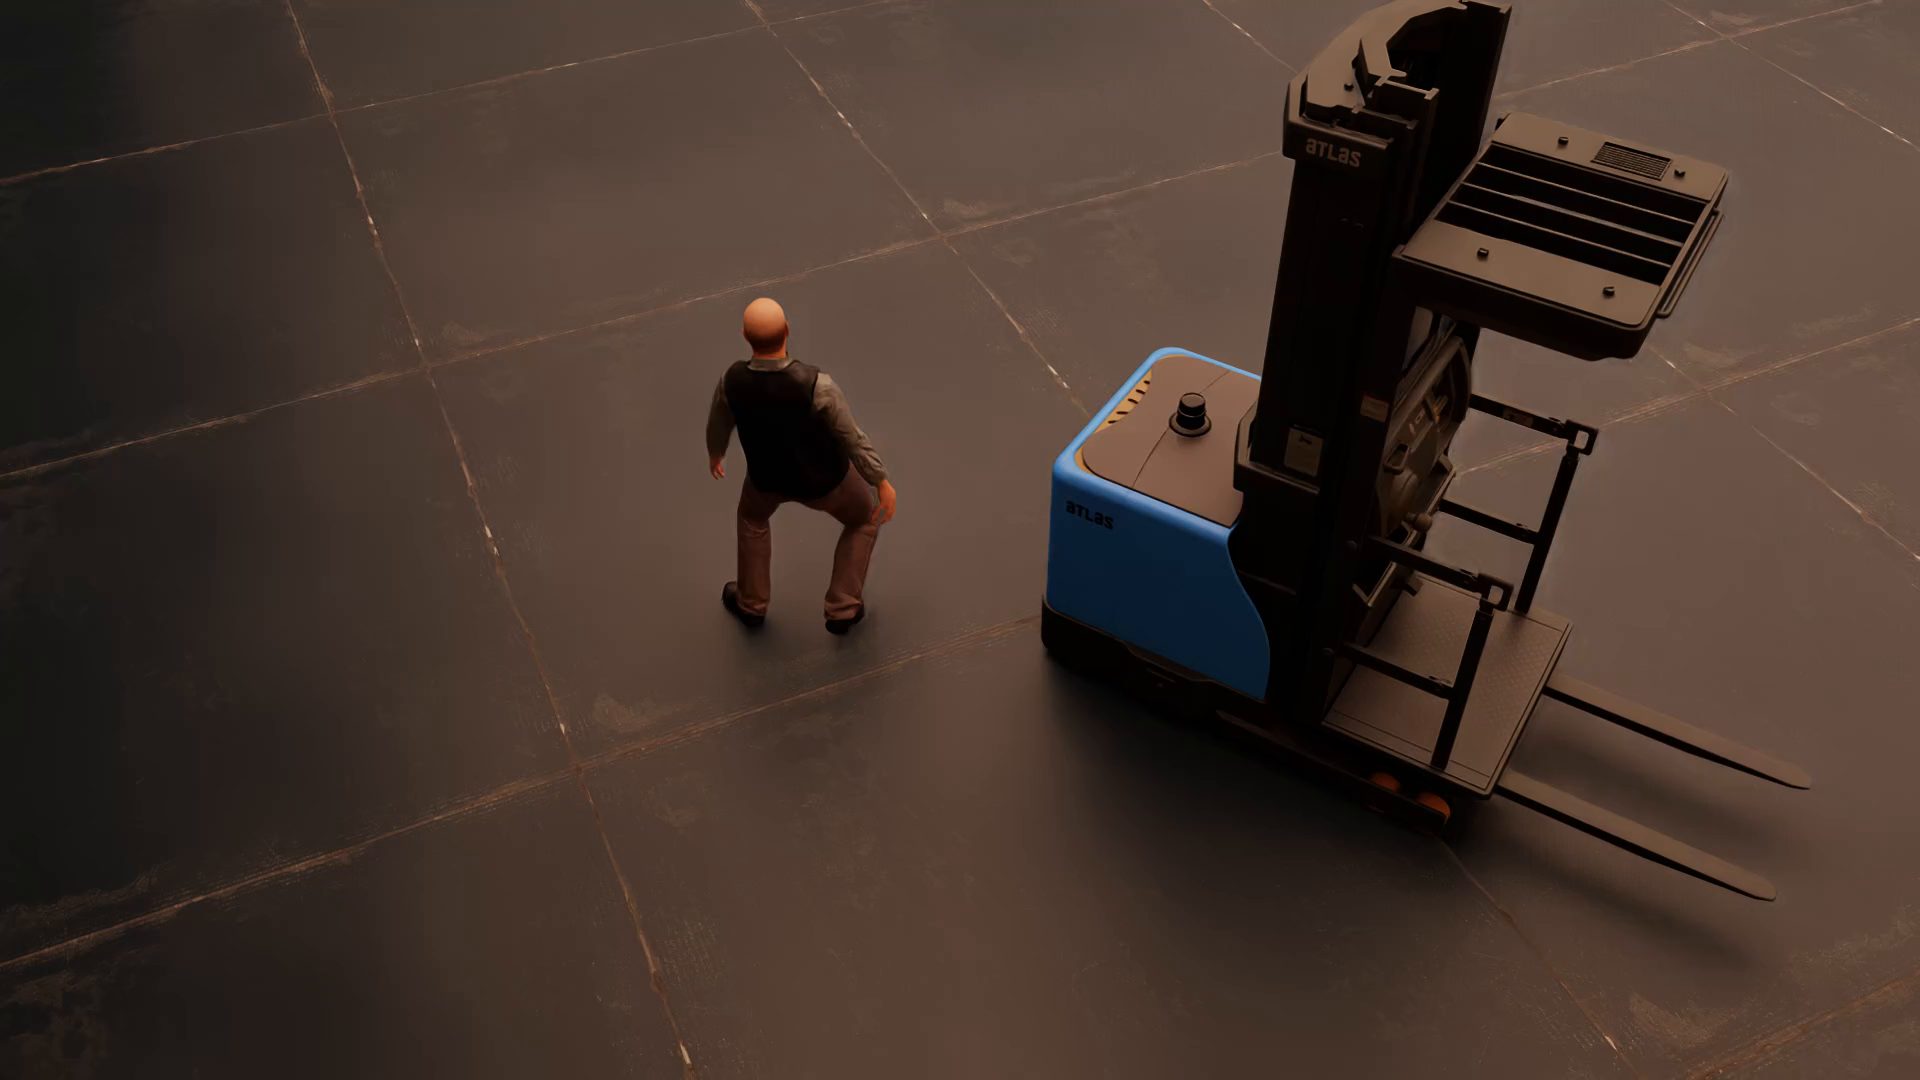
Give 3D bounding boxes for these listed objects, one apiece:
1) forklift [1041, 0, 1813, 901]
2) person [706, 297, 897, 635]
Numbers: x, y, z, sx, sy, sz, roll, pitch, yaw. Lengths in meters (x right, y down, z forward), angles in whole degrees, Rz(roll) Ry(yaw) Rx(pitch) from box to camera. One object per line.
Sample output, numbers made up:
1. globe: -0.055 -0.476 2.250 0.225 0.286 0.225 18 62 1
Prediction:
1. forklift: 1.874 -0.329 6.032 3.031 2.935 1.130 23 48 23
2. person: -0.663 -0.292 6.954 0.882 1.637 0.488 12 44 12
